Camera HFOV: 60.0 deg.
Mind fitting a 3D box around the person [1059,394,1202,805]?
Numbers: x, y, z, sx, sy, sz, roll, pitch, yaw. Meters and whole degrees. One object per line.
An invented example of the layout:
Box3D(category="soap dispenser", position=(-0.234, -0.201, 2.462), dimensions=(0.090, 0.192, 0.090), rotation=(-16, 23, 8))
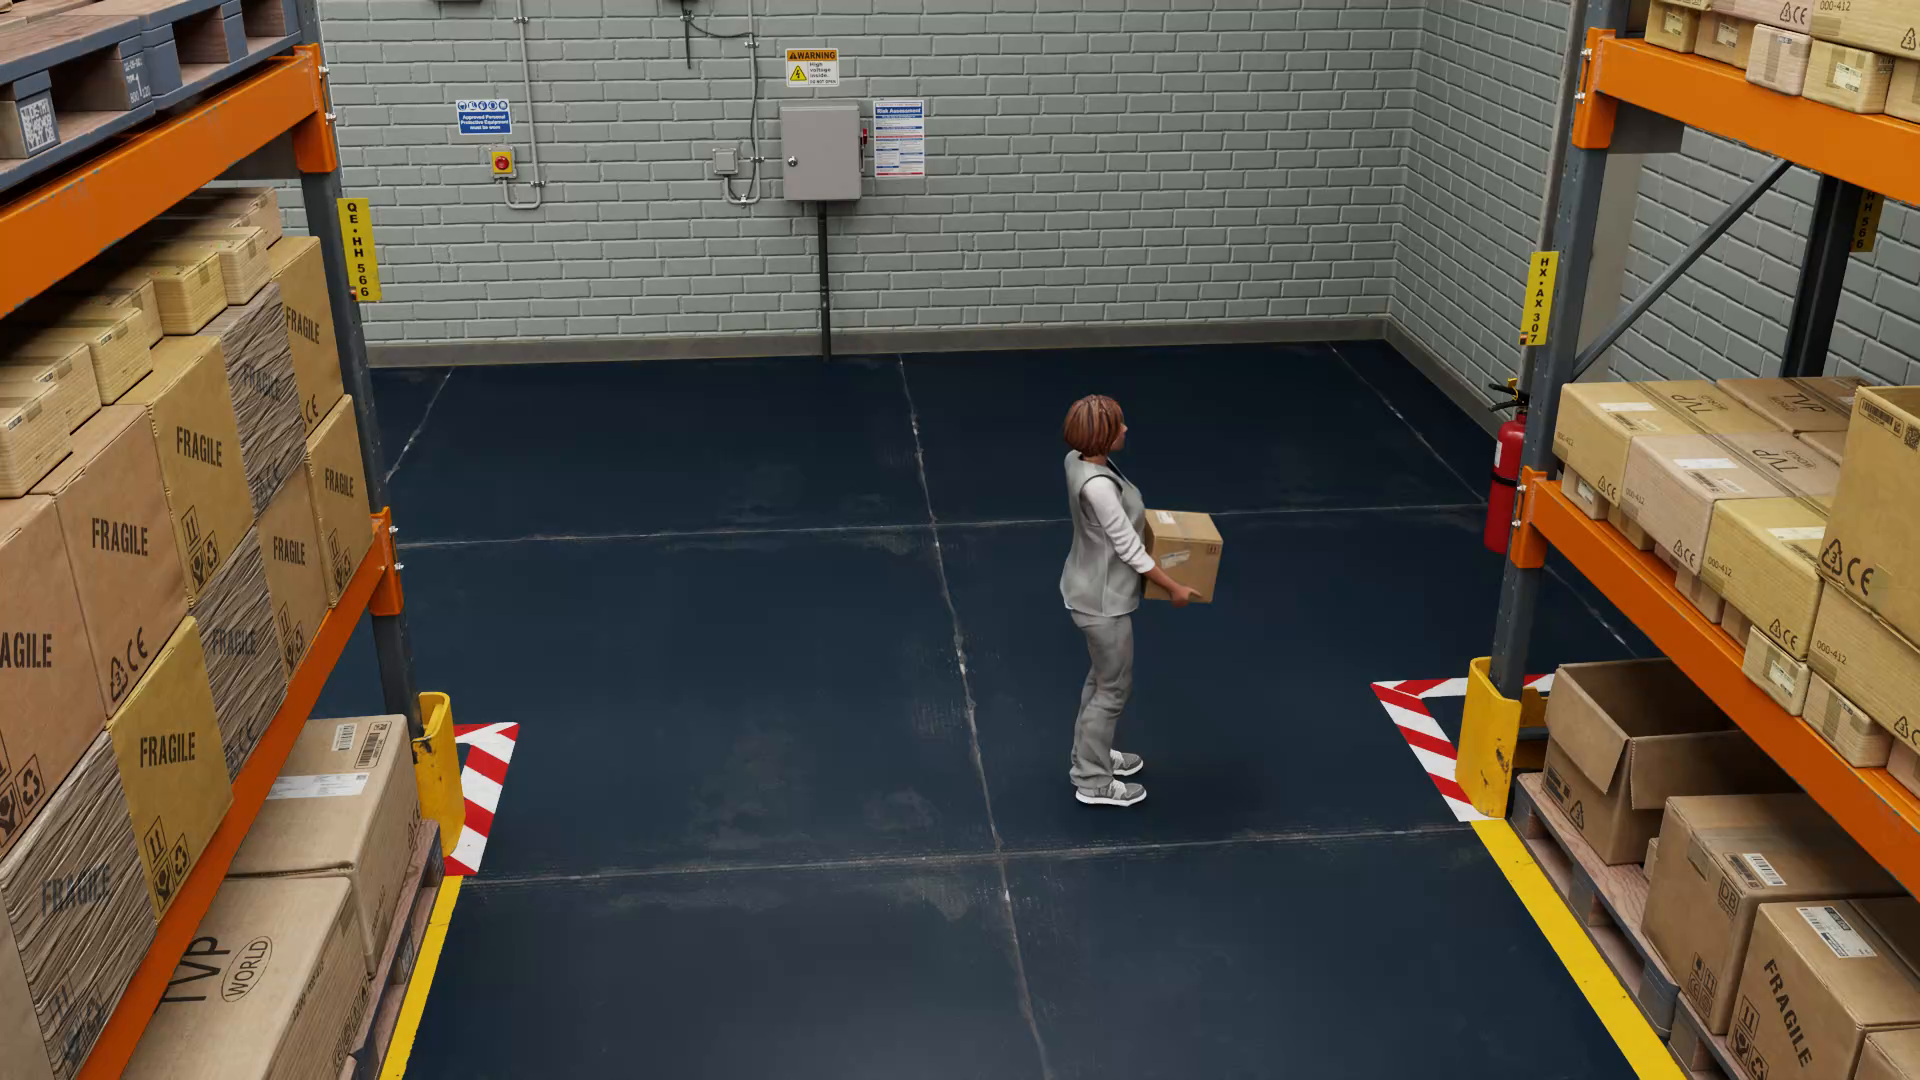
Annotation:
Box3D(category="person", position=(0.612, 0.221, 6.127), dimensions=(0.498, 1.590, 0.404), rotation=(-2, 24, -4))
